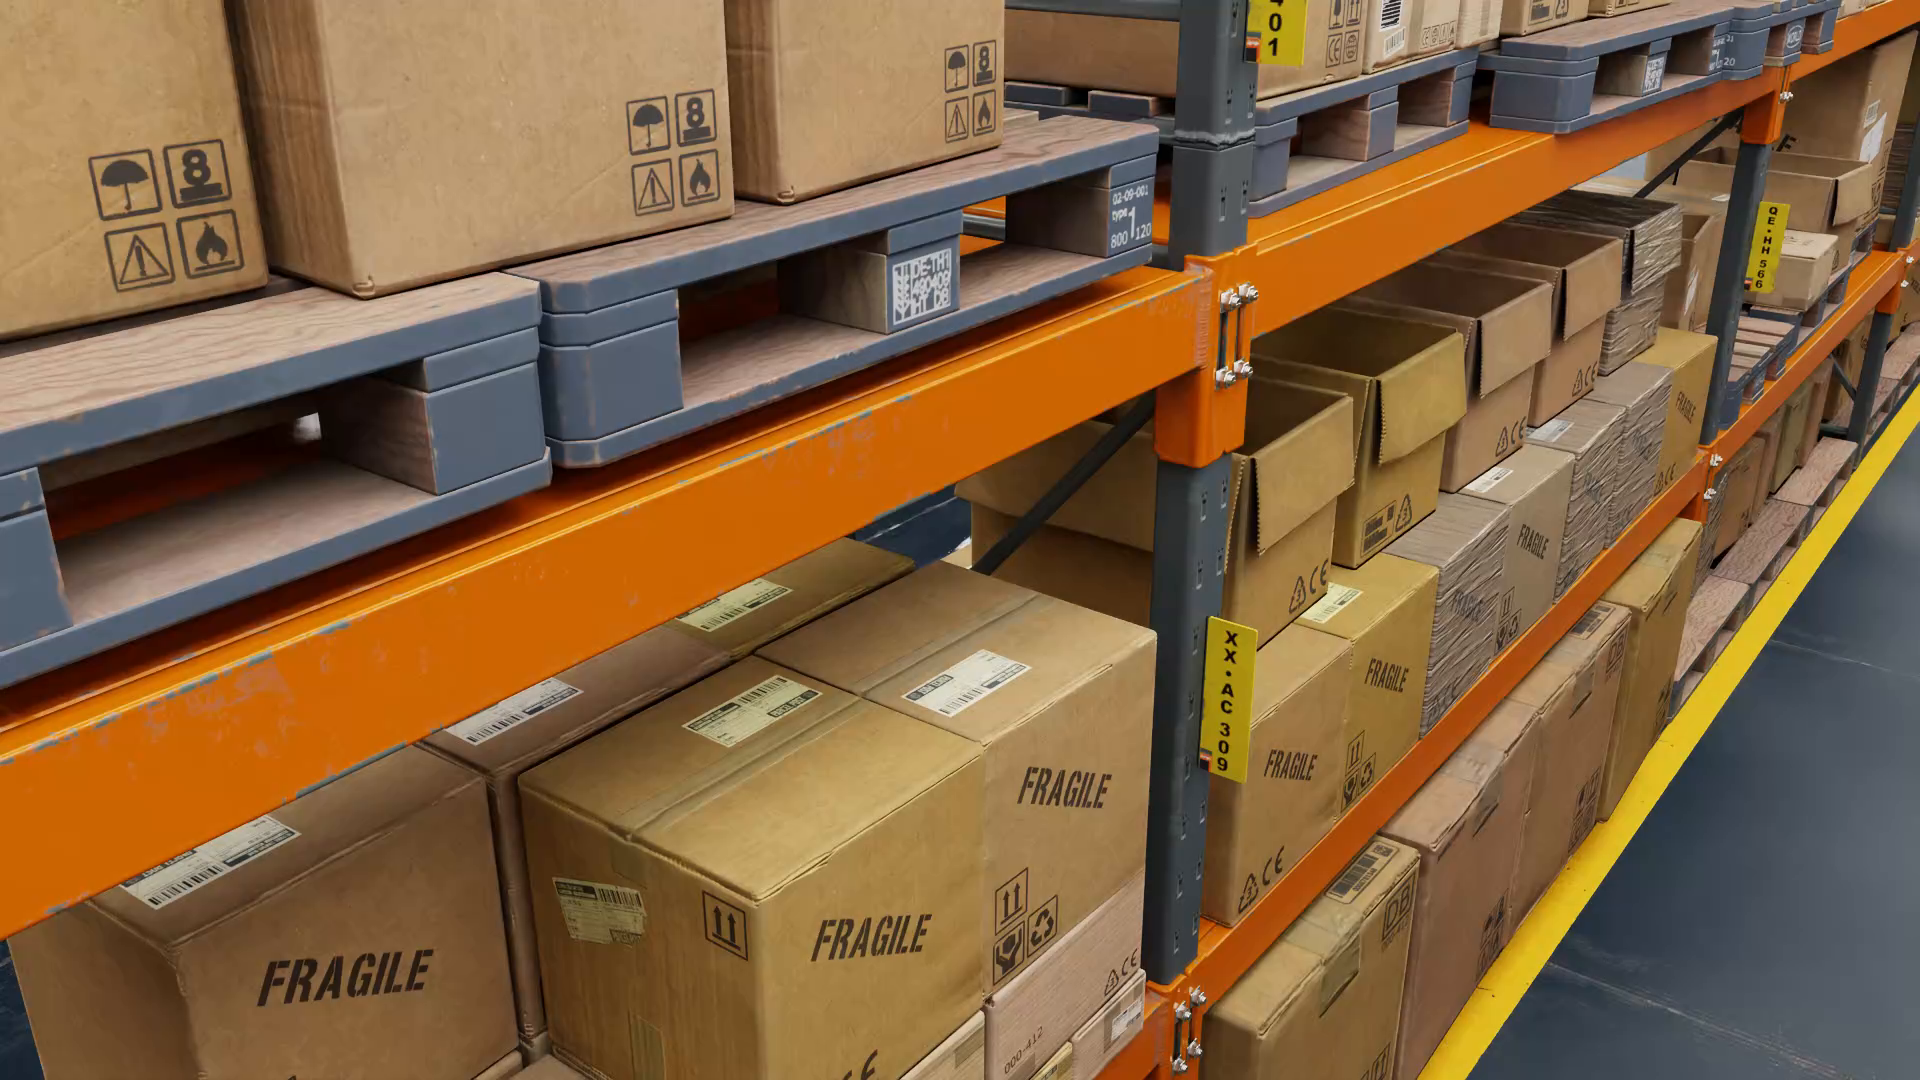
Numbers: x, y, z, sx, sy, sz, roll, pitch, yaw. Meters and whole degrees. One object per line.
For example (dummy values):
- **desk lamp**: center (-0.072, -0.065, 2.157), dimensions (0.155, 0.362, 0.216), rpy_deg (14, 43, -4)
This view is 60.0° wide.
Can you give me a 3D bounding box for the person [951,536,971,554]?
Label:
- **person**: center (0.064, 0.479, 6.533), dimensions (0.526, 0.932, 0.983), rpy_deg (15, 28, 31)
